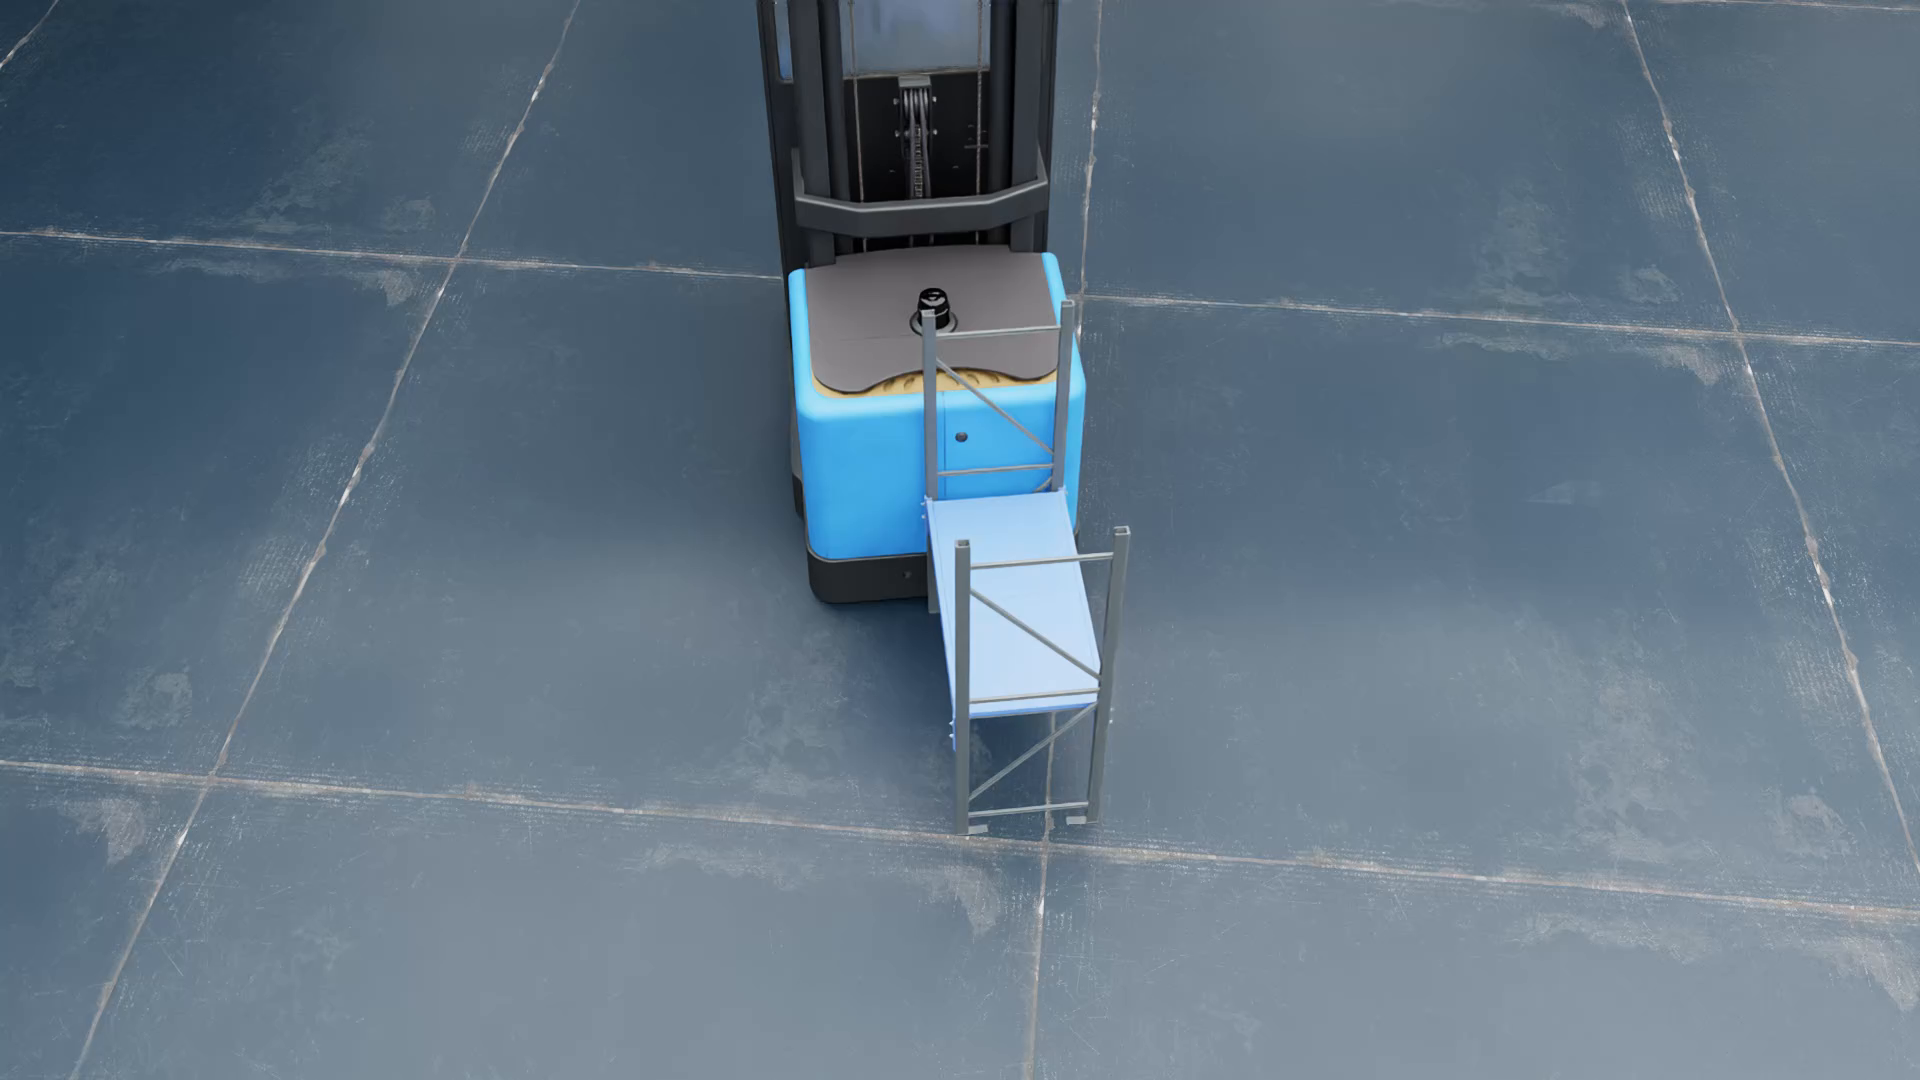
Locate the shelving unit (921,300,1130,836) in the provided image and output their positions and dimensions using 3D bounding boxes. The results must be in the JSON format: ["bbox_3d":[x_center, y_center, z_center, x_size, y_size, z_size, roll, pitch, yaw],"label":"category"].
[{"bbox_3d":[0.180,0.124,5.620,0.538,1.500,1.048,-5,48,-4],"label":"shelving unit"}]

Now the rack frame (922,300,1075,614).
[{"bbox_3d":[0.126,-0.249,5.961,0.500,1.500,0.032,-5,48,-4],"label":"rack frame"}]

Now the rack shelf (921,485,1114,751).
[{"bbox_3d":[0.180,0.246,5.753,0.538,0.185,1.000,-5,48,-4],"label":"rack shelf"}]

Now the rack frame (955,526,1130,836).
[{"bbox_3d":[0.235,0.497,5.279,0.500,1.500,0.032,-5,48,-4],"label":"rack frame"}]

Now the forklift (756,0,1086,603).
[{"bbox_3d":[-0.214,-1.841,6.448,1.130,2.935,3.031,-5,48,-4],"label":"forklift"}]
